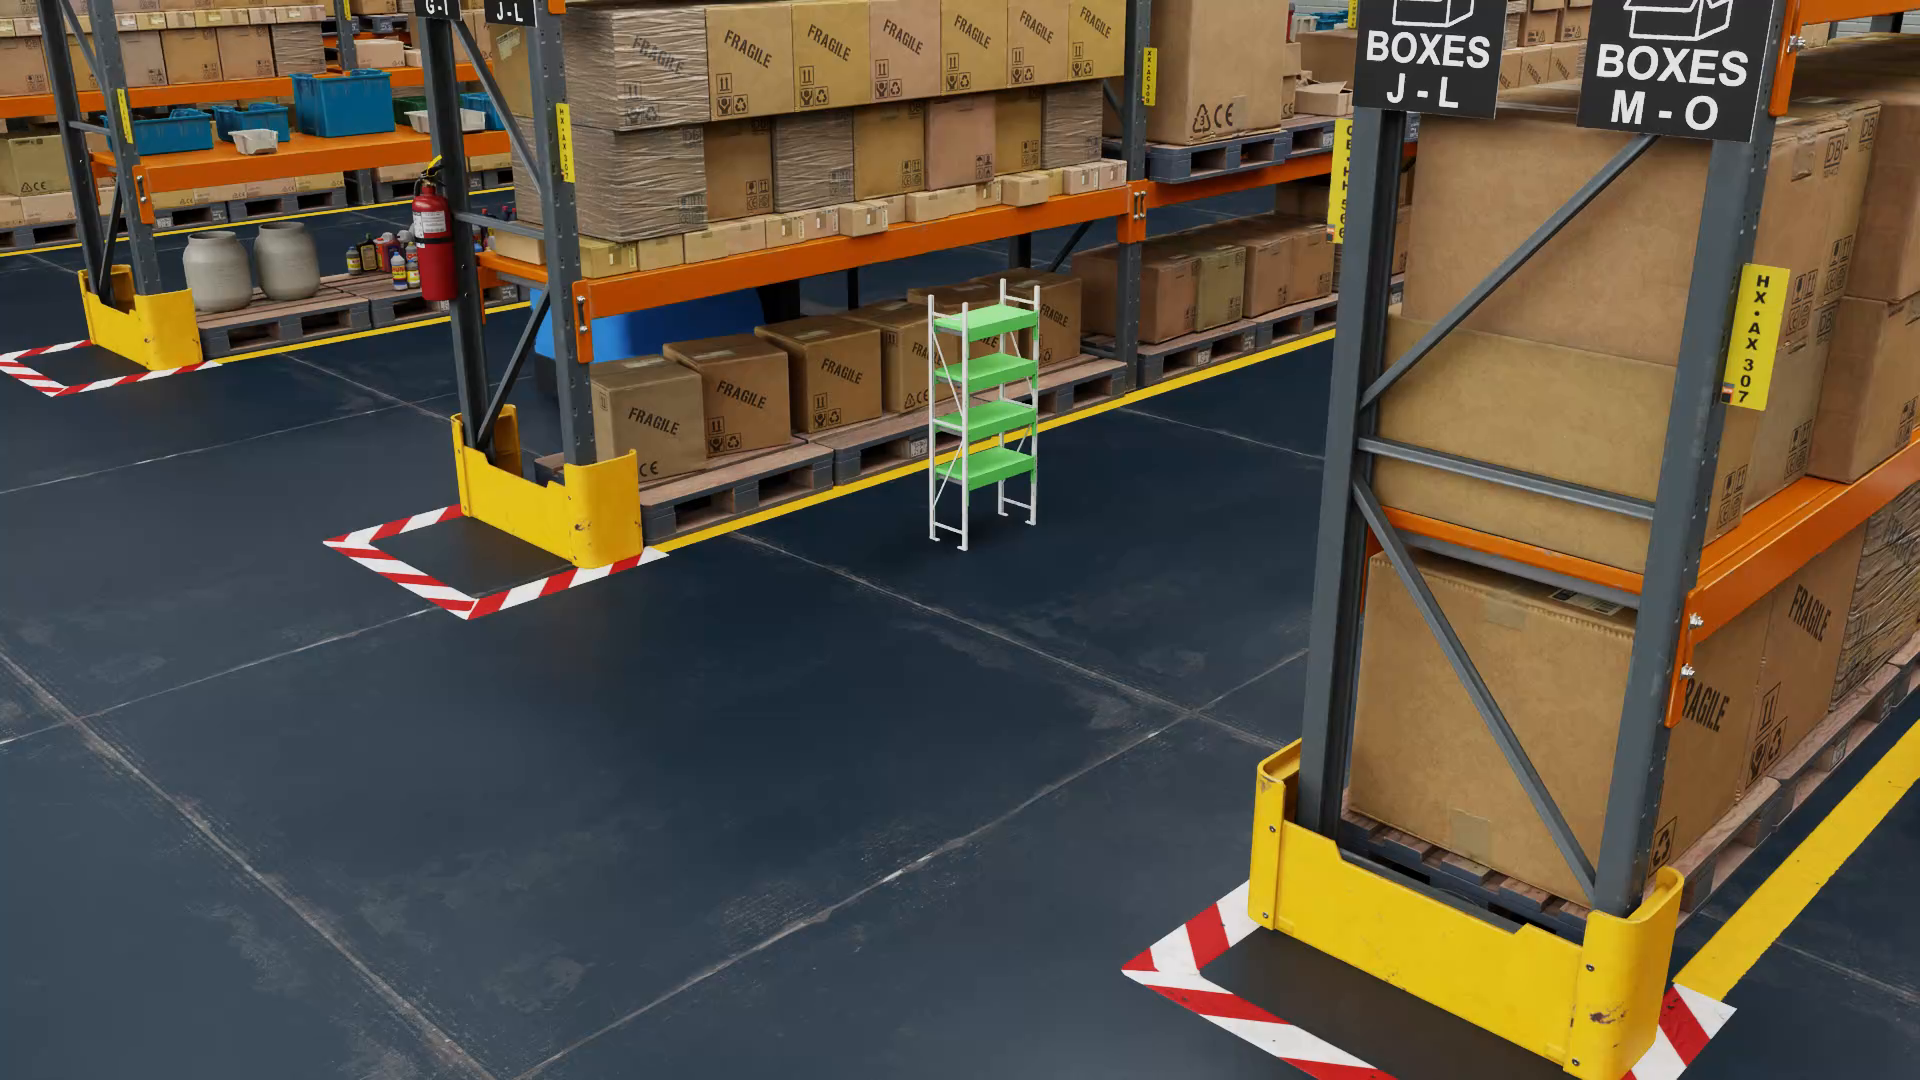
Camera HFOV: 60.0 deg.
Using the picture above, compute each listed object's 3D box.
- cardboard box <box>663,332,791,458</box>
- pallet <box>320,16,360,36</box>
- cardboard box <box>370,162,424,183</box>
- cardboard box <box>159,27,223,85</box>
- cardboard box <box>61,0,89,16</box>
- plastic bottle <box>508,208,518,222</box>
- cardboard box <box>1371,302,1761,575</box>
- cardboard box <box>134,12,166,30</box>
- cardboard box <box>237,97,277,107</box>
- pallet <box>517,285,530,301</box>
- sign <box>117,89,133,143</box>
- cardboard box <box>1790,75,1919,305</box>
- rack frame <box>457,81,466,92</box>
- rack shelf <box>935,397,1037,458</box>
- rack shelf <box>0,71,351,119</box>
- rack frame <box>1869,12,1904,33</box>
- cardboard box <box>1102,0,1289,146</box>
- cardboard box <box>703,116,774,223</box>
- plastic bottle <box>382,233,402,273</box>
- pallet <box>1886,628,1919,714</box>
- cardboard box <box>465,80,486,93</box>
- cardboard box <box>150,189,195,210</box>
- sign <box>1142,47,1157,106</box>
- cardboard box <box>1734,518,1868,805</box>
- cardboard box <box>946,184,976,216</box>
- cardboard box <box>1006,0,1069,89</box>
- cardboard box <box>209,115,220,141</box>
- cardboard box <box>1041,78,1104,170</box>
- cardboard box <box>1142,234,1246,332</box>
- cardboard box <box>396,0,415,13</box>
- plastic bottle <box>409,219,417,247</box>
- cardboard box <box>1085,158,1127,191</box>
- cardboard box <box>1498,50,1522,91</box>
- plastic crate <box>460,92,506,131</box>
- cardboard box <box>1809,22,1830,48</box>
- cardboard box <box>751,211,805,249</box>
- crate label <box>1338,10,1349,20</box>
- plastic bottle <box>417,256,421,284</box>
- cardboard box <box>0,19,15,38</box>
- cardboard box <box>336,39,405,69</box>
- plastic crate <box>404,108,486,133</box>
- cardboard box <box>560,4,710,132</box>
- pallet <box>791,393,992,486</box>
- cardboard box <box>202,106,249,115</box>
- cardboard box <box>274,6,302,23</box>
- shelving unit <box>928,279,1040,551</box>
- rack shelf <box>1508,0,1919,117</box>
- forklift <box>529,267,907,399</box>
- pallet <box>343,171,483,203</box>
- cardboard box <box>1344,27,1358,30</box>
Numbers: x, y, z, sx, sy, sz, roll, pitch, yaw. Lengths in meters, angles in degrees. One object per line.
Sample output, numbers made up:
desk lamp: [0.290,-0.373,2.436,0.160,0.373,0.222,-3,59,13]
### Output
cardboard box: [-1.234,-0.774,8.806,0.500,0.500,0.500,-12,24,-28]
pallet: [-8.492,-6.593,21.315,1.003,0.211,1.213,19,28,41]
cardboard box: [-5.920,-3.889,17.259,0.500,0.250,0.500,18,28,39]
cardboard box: [-7.400,-4.601,15.724,0.500,0.500,0.700,-20,28,-41]
cardboard box: [-8.084,-4.955,14.839,0.700,0.500,0.500,19,28,41]
plastic bottle: [-3.590,-2.523,13.537,0.144,0.351,0.185,19,28,41]
cardboard box: [1.635,-0.336,4.558,0.875,0.550,0.550,19,28,41]
cardboard box: [-7.485,-4.766,15.249,0.250,0.149,0.380,-19,28,-40]
cardboard box: [-9.105,-5.551,21.206,0.700,0.500,0.500,19,28,40]
pallet: [-3.331,-2.230,13.583,1.003,0.211,1.213,19,28,41]
sign: [-5.232,-2.656,10.419,0.100,0.325,0.005,19,28,41]
cardboard box: [2.501,-1.093,5.023,0.875,0.550,0.550,19,28,41]
rack frame: [-7.140,-7.202,22.631,1.000,3.000,0.127,19,28,41]
rack shelf: [0.115,-0.543,7.993,0.258,0.148,0.480,19,28,41]
rack shelf: [-7.774,-4.085,15.524,1.077,0.370,4.000,19,28,41]
rack frame: [4.199,-1.187,6.982,1.000,3.000,0.127,19,28,41]
cardboard box: [1.371,-3.100,10.536,1.000,1.000,1.000,19,28,41]
cardboard box: [-1.408,-1.905,8.295,0.875,0.500,0.500,19,28,41]
plastic bottle: [-4.384,-2.216,12.833,0.061,0.283,0.133,19,28,41]
pallet: [3.613,0.290,7.025,1.003,0.211,1.213,19,28,41]
cardboard box: [-6.533,-6.551,23.347,0.750,0.750,0.750,19,28,40]
cardboard box: [-7.588,-3.286,15.691,0.500,0.250,0.500,19,28,41]
sign: [1.110,-2.725,9.776,0.100,0.325,0.005,19,28,41]
cardboard box: [2.447,0.219,5.699,0.875,0.875,0.875,19,28,40]
cardboard box: [-0.131,-1.899,9.185,0.380,0.149,0.250,19,28,41]
cardboard box: [0.252,-2.793,9.213,0.500,0.500,0.500,19,28,41]
cardboard box: [-7.249,-3.768,15.900,0.500,0.500,0.500,19,28,41]
cardboard box: [0.358,-2.540,9.947,0.875,0.500,0.500,19,28,41]
cardboard box: [1.506,-1.763,11.352,0.700,0.500,0.500,19,28,40]
cardboard box: [-7.461,-7.330,22.213,0.700,0.500,0.500,15,26,35]
plastic bottle: [-4.251,-2.354,13.096,0.185,0.351,0.144,-19,28,-40]
cardboard box: [0.777,-2.208,9.989,0.380,0.149,0.250,19,28,41]
cardboard box: [4.041,-3.586,13.084,0.500,0.500,0.500,-19,28,-40]
plastic crate: [-3.410,-3.272,12.614,0.499,0.251,0.616,19,28,41]
cardboard box: [8.939,-5.417,17.781,0.500,0.250,0.500,19,28,40]
cardboard box: [-0.992,-1.574,8.340,0.380,0.149,0.250,19,28,41]
crate label: [5.131,-6.747,21.598,0.416,0.233,0.303,19,28,41]
plastic bottle: [-3.964,-2.045,12.387,0.133,0.283,0.061,-20,28,-41]
cardboard box: [-8.384,-4.435,14.389,0.380,0.149,0.250,19,28,41]
cardboard box: [-6.067,-5.002,17.117,0.500,0.250,0.500,-18,27,-39]
plastic crate: [-3.784,-3.090,12.301,0.530,0.136,0.437,19,28,41]
cardboard box: [-1.495,-2.152,7.544,0.500,0.500,0.500,19,28,41]
pallet: [-0.578,-0.656,9.488,1.003,0.211,1.213,19,28,41]
cardboard box: [-7.270,-4.026,16.570,0.500,0.500,0.500,19,28,41]
cardboard box: [-6.589,-5.098,16.113,0.380,0.149,0.250,19,28,40]
shelving unit: [0.115,-0.603,7.970,0.258,1.200,0.503,19,28,41]
rack shelf: [2.804,-1.737,5.235,1.077,0.370,4.000,19,28,41]
forklift: [-1.216,-2.484,10.453,3.031,2.935,1.130,-19,28,-40]
pallet: [-5.893,-3.832,17.751,1.003,0.211,1.213,19,28,41]
cardboard box: [3.159,-3.576,12.474,0.500,0.500,0.500,15,26,34]
